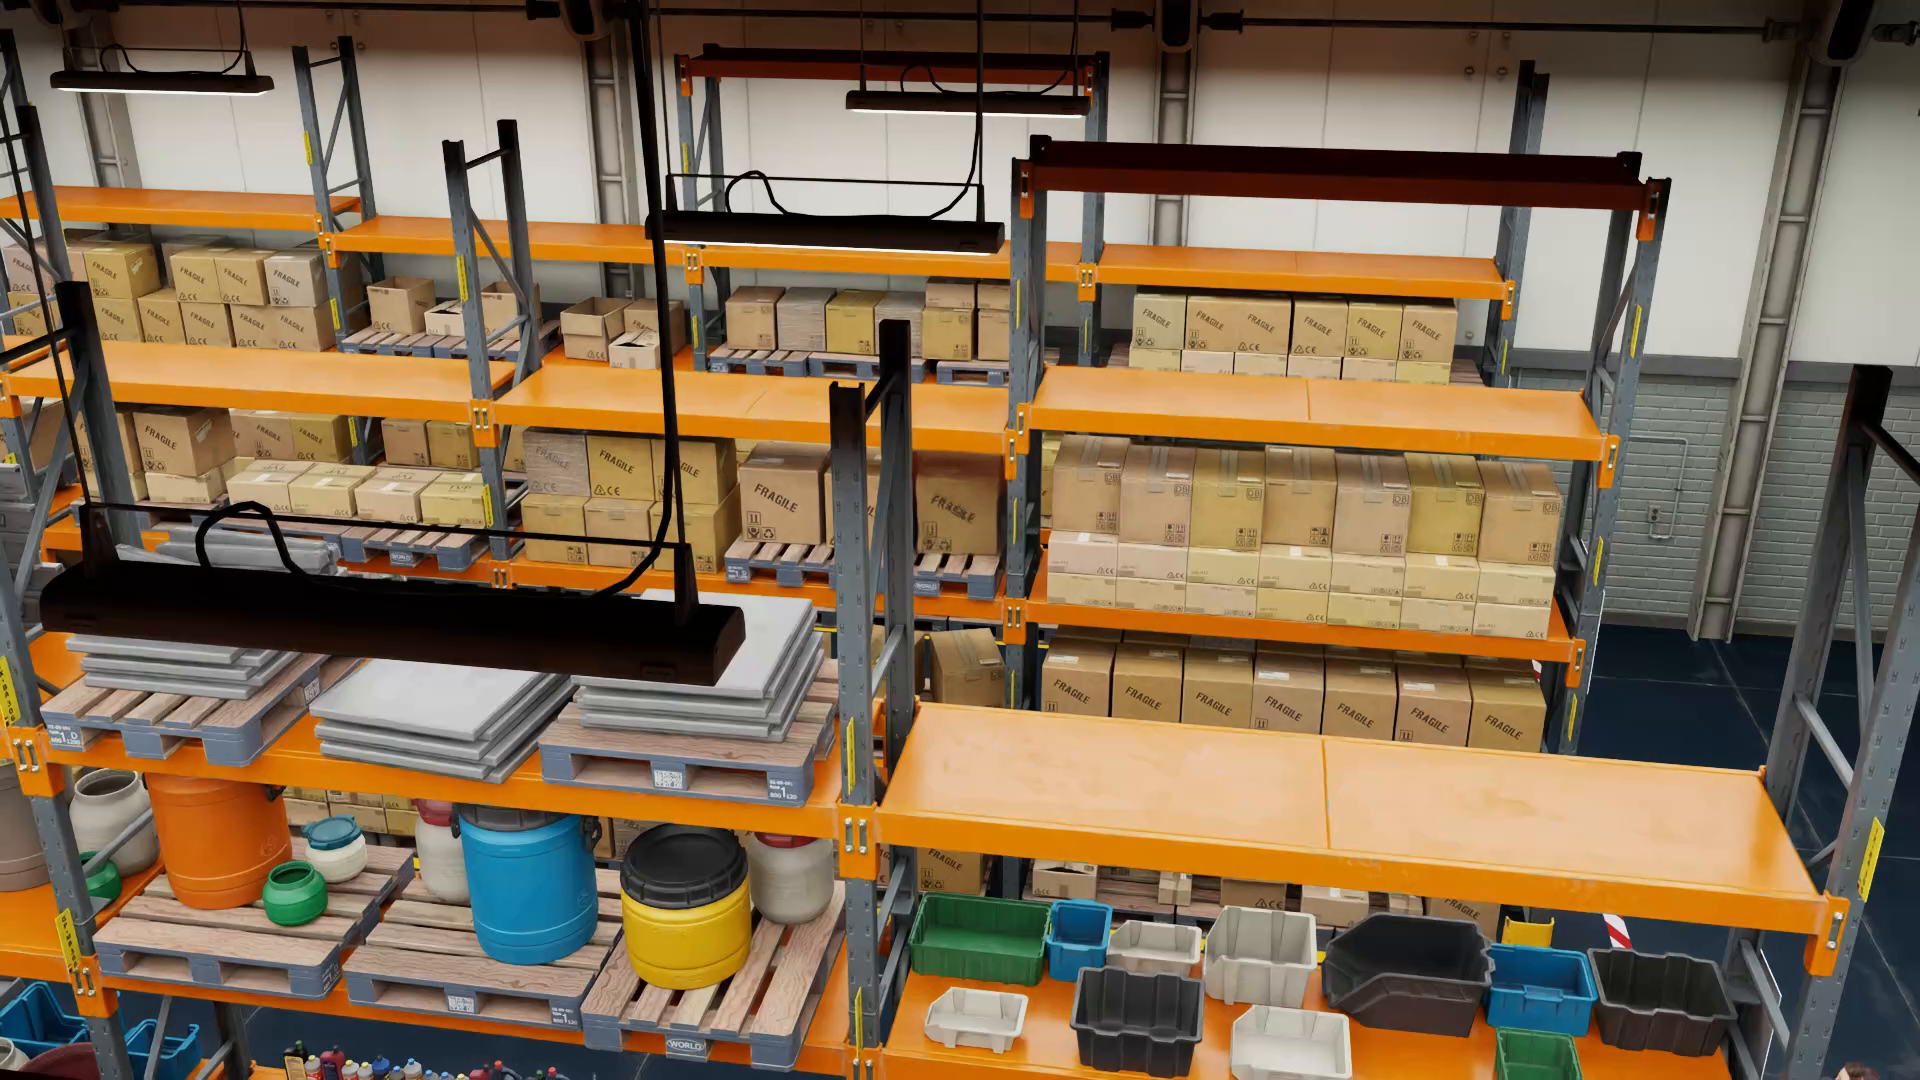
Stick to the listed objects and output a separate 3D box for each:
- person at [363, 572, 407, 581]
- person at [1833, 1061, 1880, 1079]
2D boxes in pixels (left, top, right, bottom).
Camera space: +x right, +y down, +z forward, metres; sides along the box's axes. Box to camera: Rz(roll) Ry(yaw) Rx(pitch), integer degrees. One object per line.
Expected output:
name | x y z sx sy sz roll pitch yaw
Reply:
person | -5.972 0.369 17.318 0.436 1.675 0.519 9 25 20
person | 4.977 3.681 9.594 1.064 1.604 0.475 5 24 12
